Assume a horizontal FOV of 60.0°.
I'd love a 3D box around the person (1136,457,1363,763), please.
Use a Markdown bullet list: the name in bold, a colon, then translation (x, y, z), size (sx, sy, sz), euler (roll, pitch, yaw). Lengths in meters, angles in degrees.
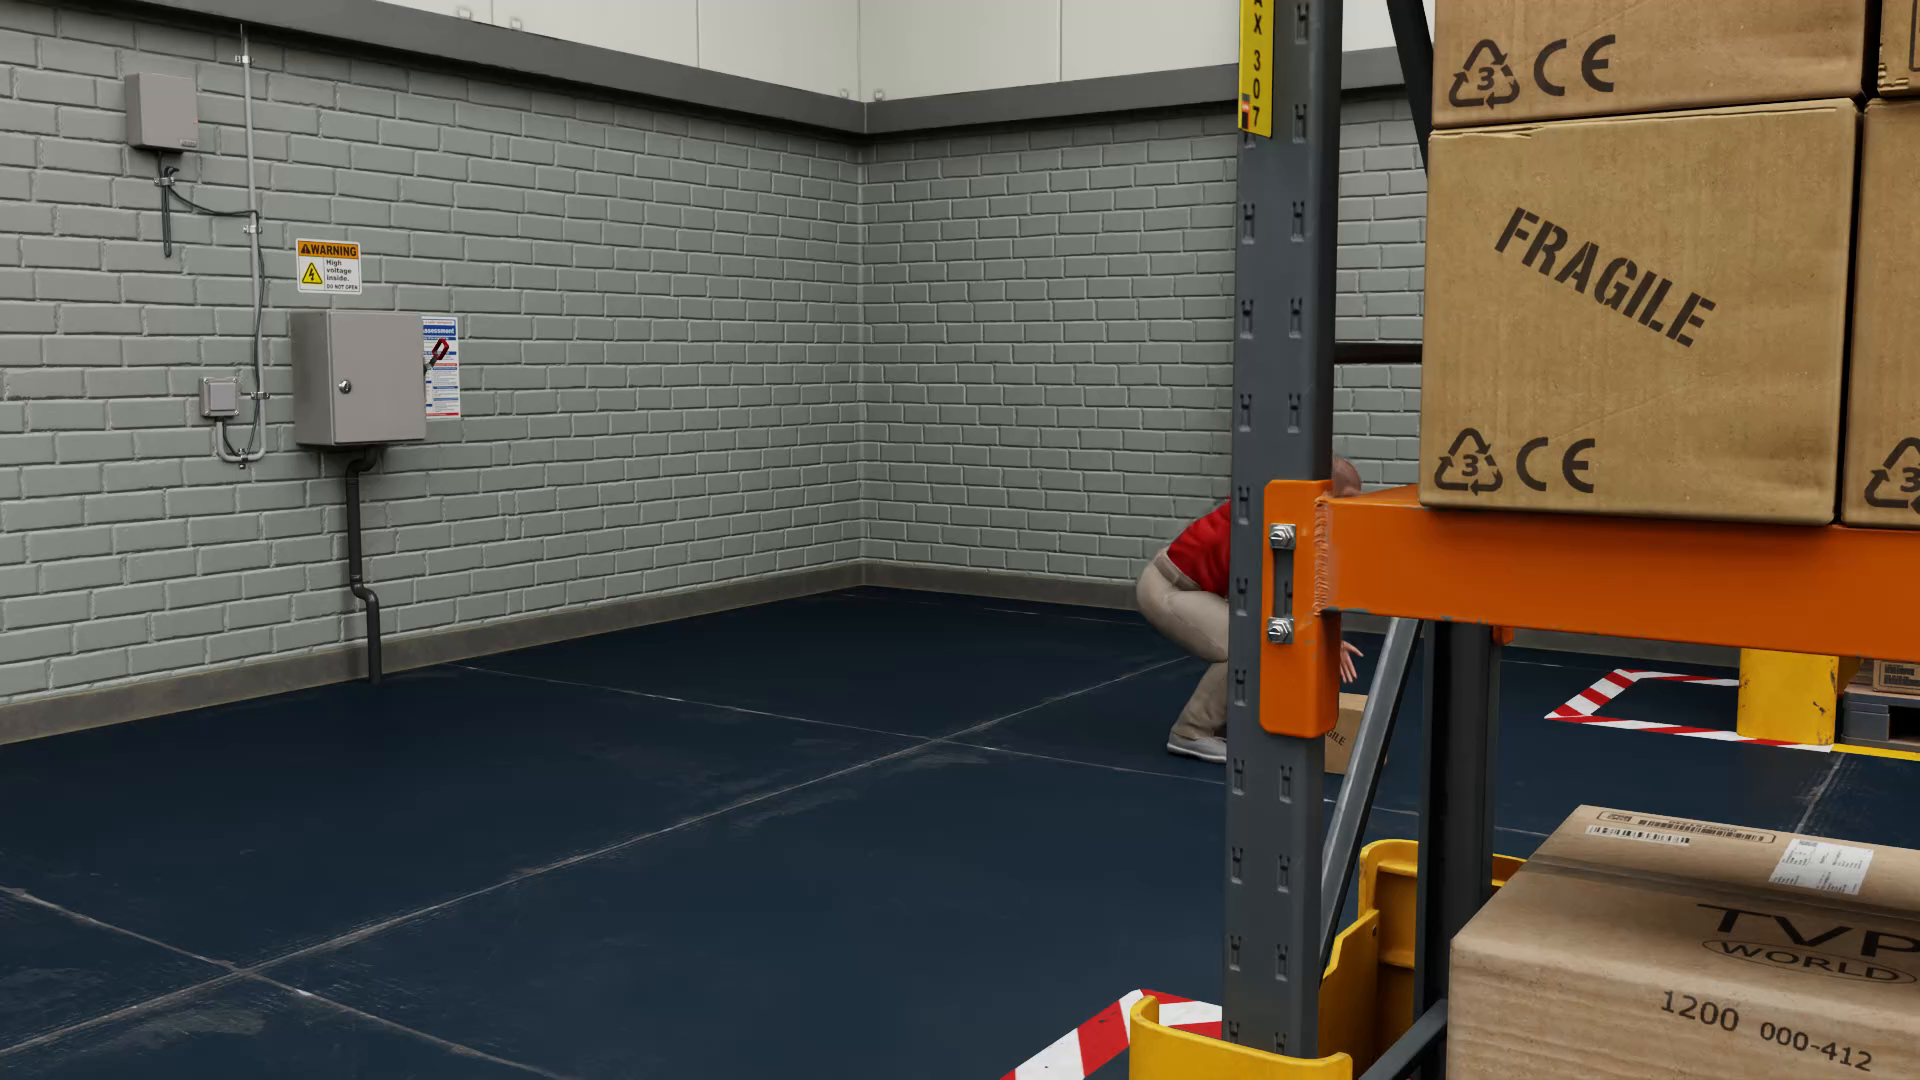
- **person**: translation (1.102, 0.247, 6.311), size (0.823, 1.142, 0.577), euler (4, 7, 33)
